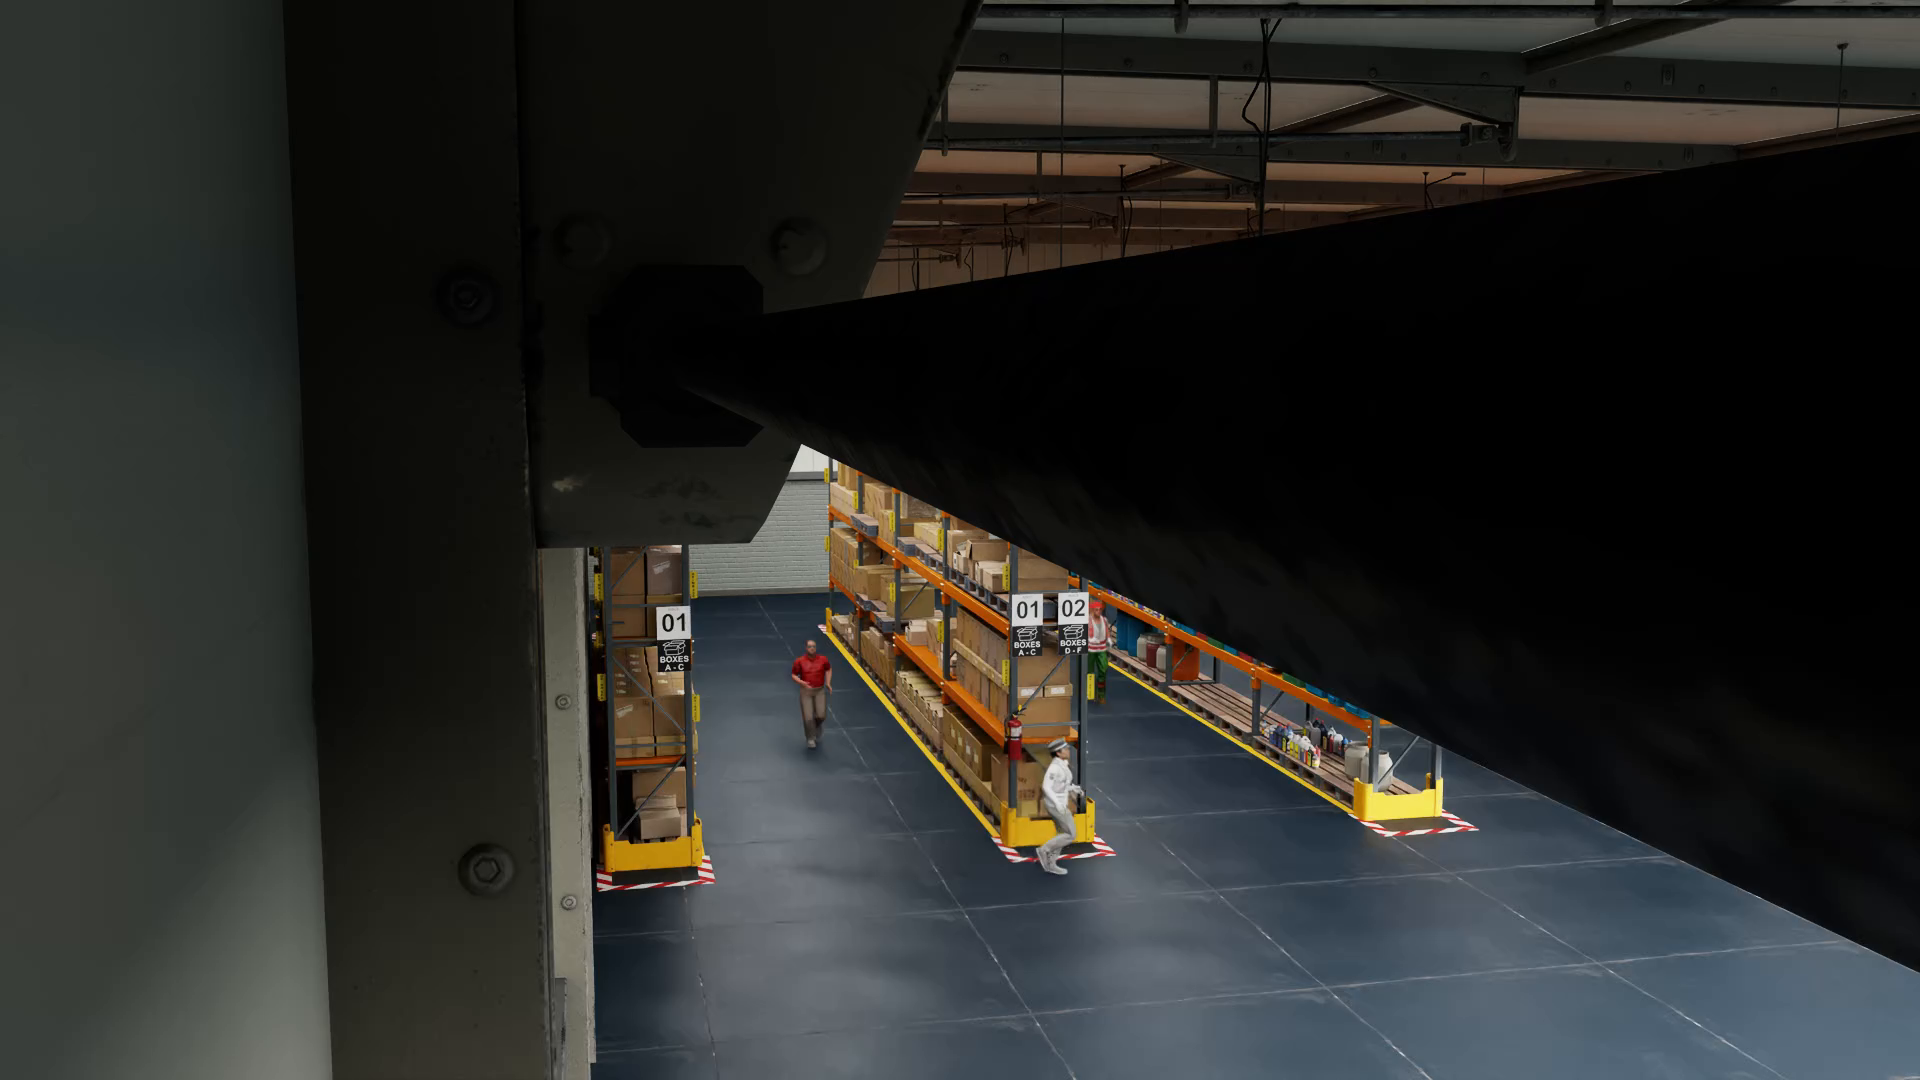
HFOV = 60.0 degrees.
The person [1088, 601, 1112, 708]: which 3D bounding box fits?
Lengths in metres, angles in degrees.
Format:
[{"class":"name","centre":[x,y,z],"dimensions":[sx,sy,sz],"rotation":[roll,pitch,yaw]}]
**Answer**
[{"class":"person","centre":[2.377,1.980,29.226],"dimensions":[0.665,1.839,0.842],"rotation":[-2,7,-20]}]

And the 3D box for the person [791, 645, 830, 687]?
[{"class":"person","centre":[-2.327,1.970,26.077],"dimensions":[0.636,0.679,0.404],"rotation":[-2,7,-13]}]

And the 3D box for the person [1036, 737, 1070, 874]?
[{"class":"person","centre":[1.109,3.164,19.835],"dimensions":[0.396,1.668,0.350],"rotation":[1,7,5]}]
